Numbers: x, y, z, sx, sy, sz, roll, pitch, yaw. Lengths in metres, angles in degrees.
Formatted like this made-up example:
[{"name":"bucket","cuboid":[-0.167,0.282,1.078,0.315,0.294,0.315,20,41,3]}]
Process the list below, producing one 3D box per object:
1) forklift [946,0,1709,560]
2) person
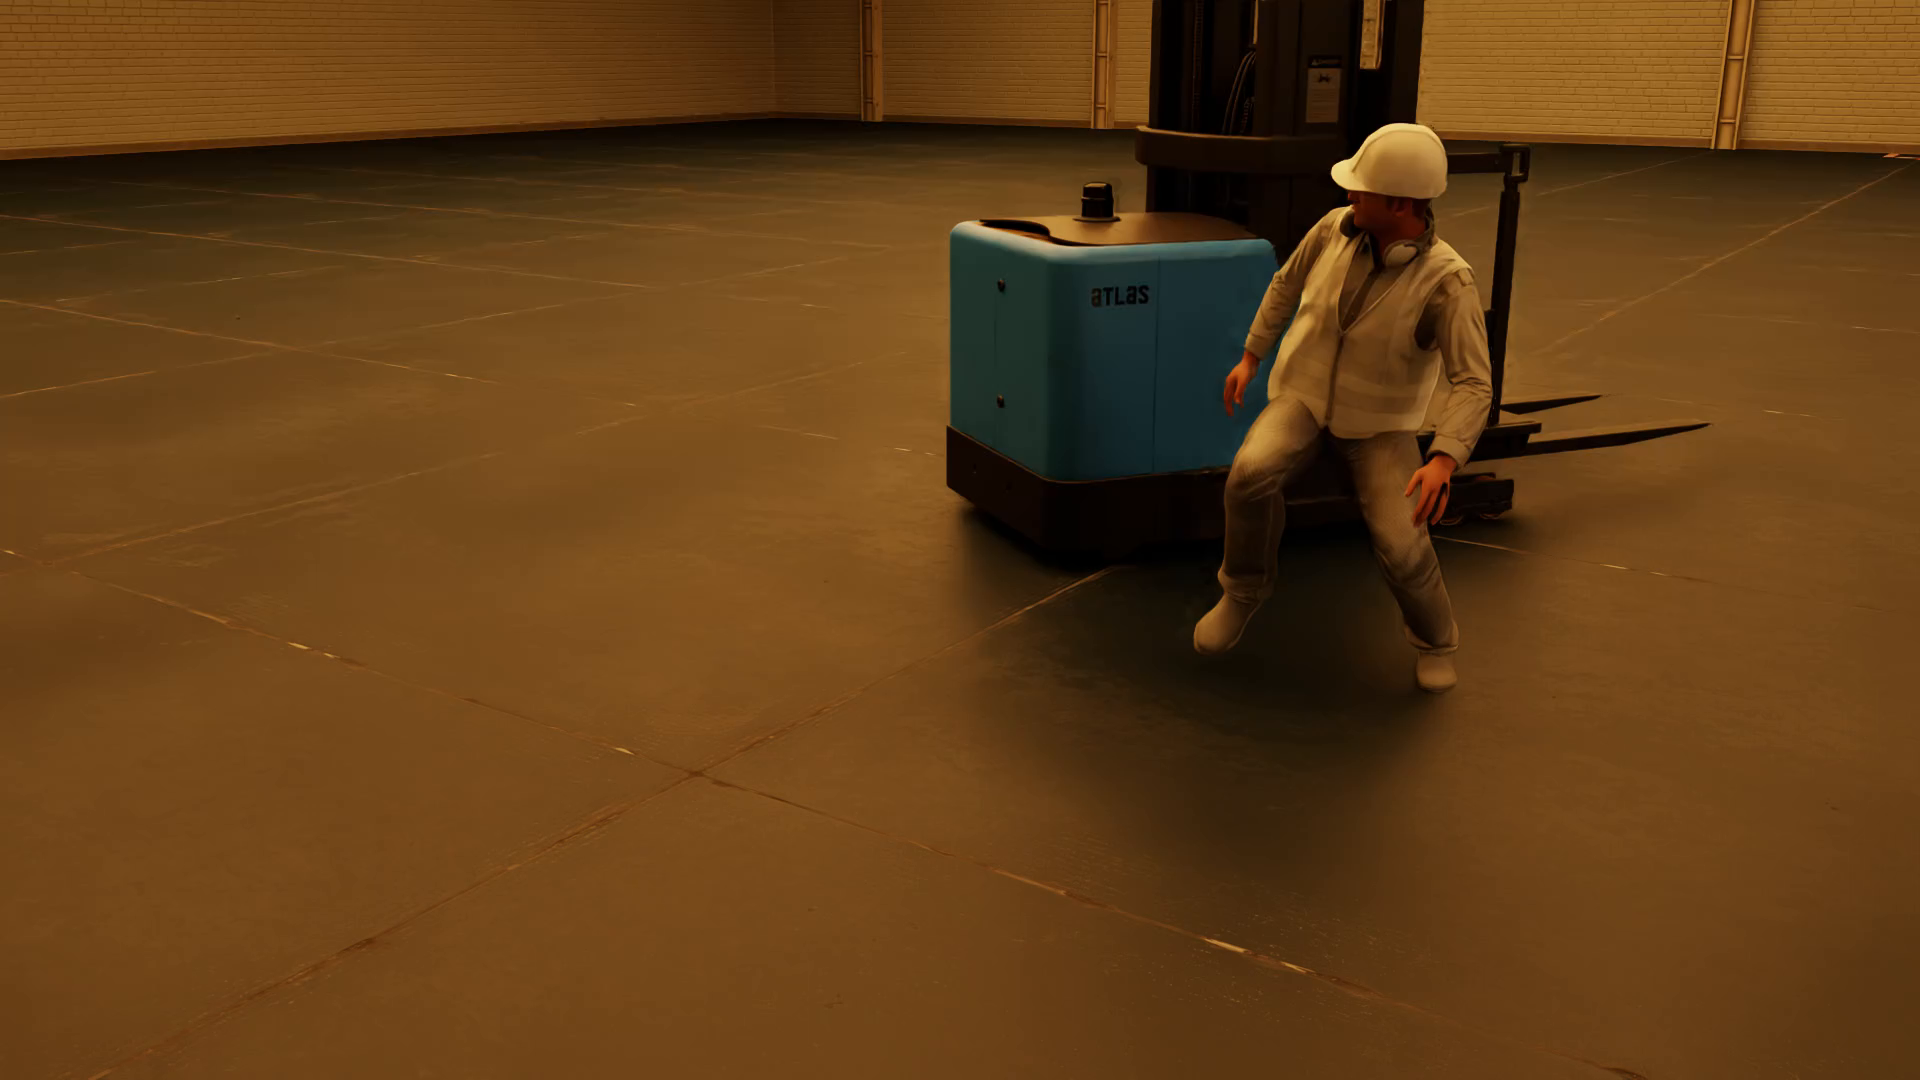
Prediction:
[{"name":"forklift","cuboid":[1.517,-1.588,6.145,3.031,2.935,1.130,-7,18,-21]},{"name":"person","cuboid":[1.047,-0.348,4.530,0.781,1.541,0.678,8,18,24]}]
